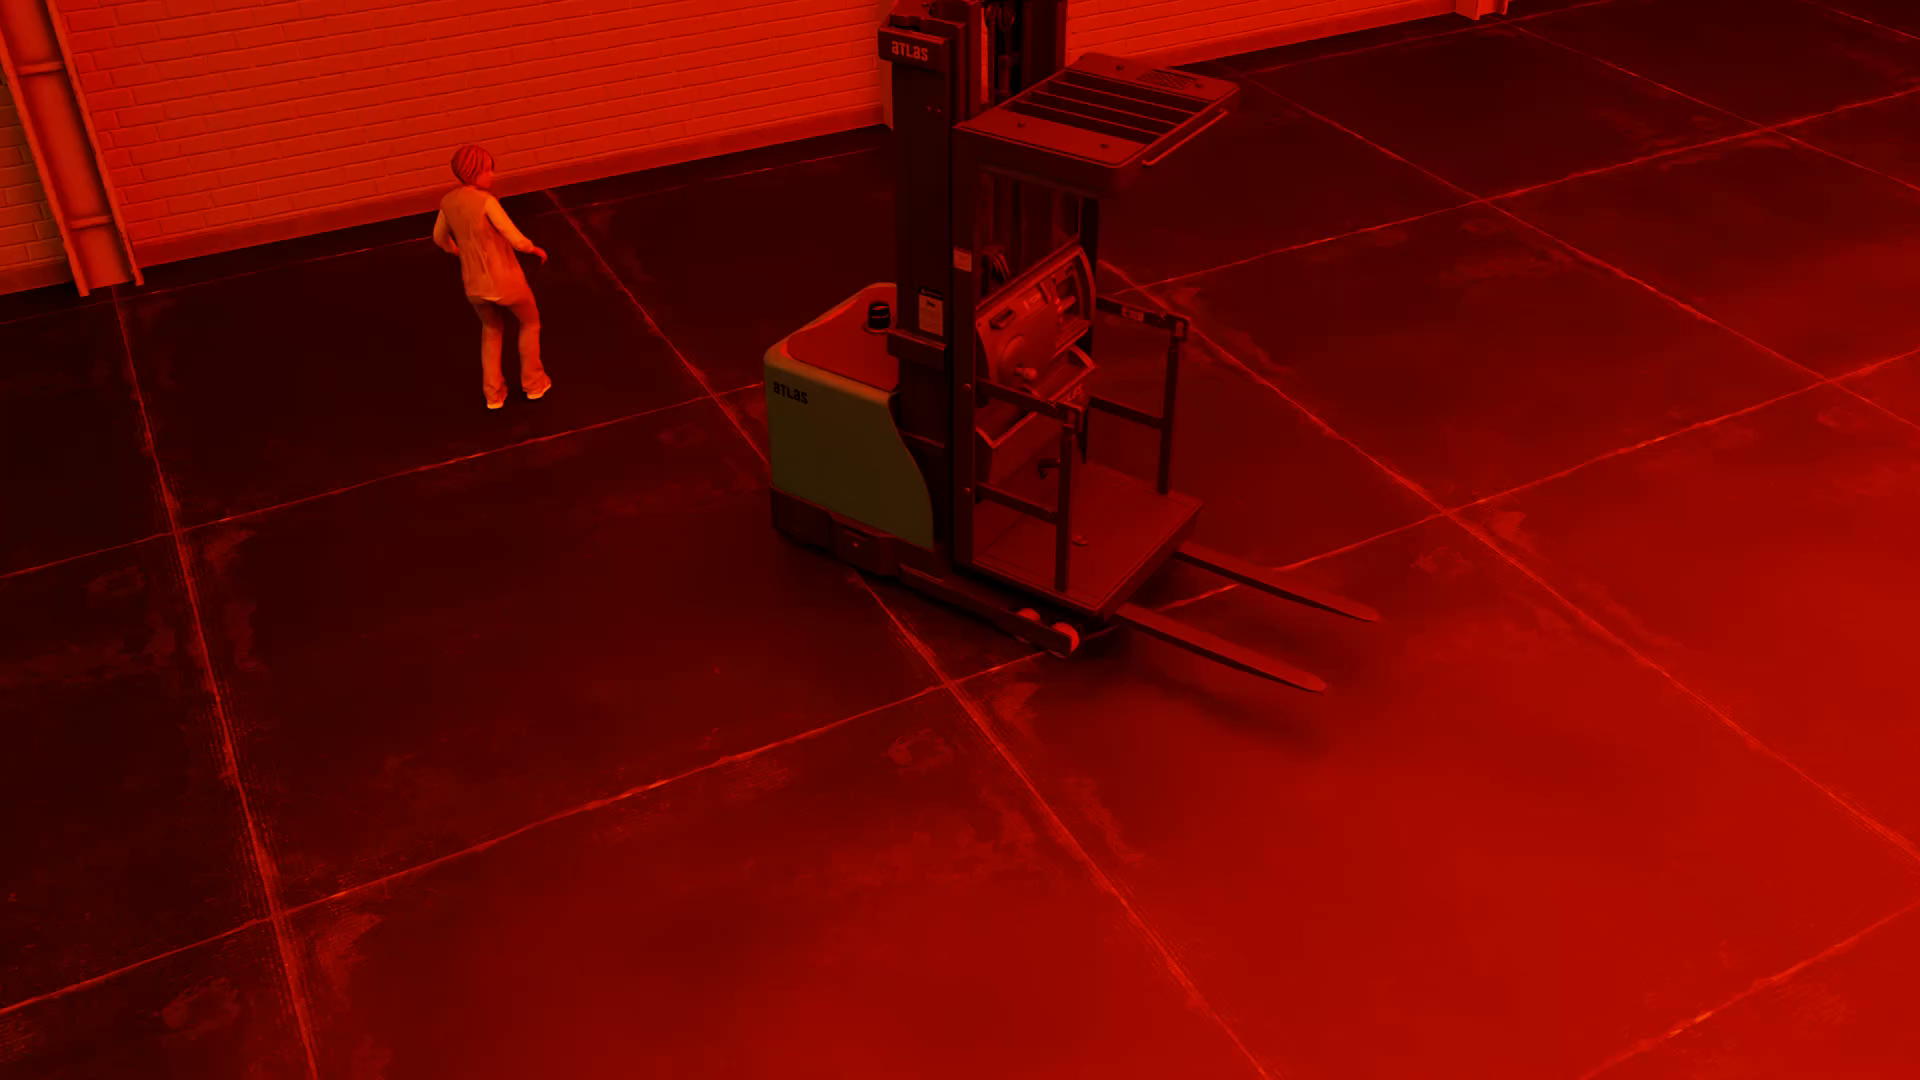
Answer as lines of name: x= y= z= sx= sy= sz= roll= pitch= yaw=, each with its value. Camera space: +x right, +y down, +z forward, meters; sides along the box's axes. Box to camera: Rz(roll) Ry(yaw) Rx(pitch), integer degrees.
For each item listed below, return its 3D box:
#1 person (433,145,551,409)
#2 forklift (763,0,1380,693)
person: x=-2.648 y=-1.471 z=9.433 sx=0.641 sy=1.539 sz=0.452 roll=9 pitch=36 yaw=13
forklift: x=0.527 y=-0.992 z=7.526 sx=3.031 sy=2.935 sz=1.130 roll=21 pitch=40 yaw=27
